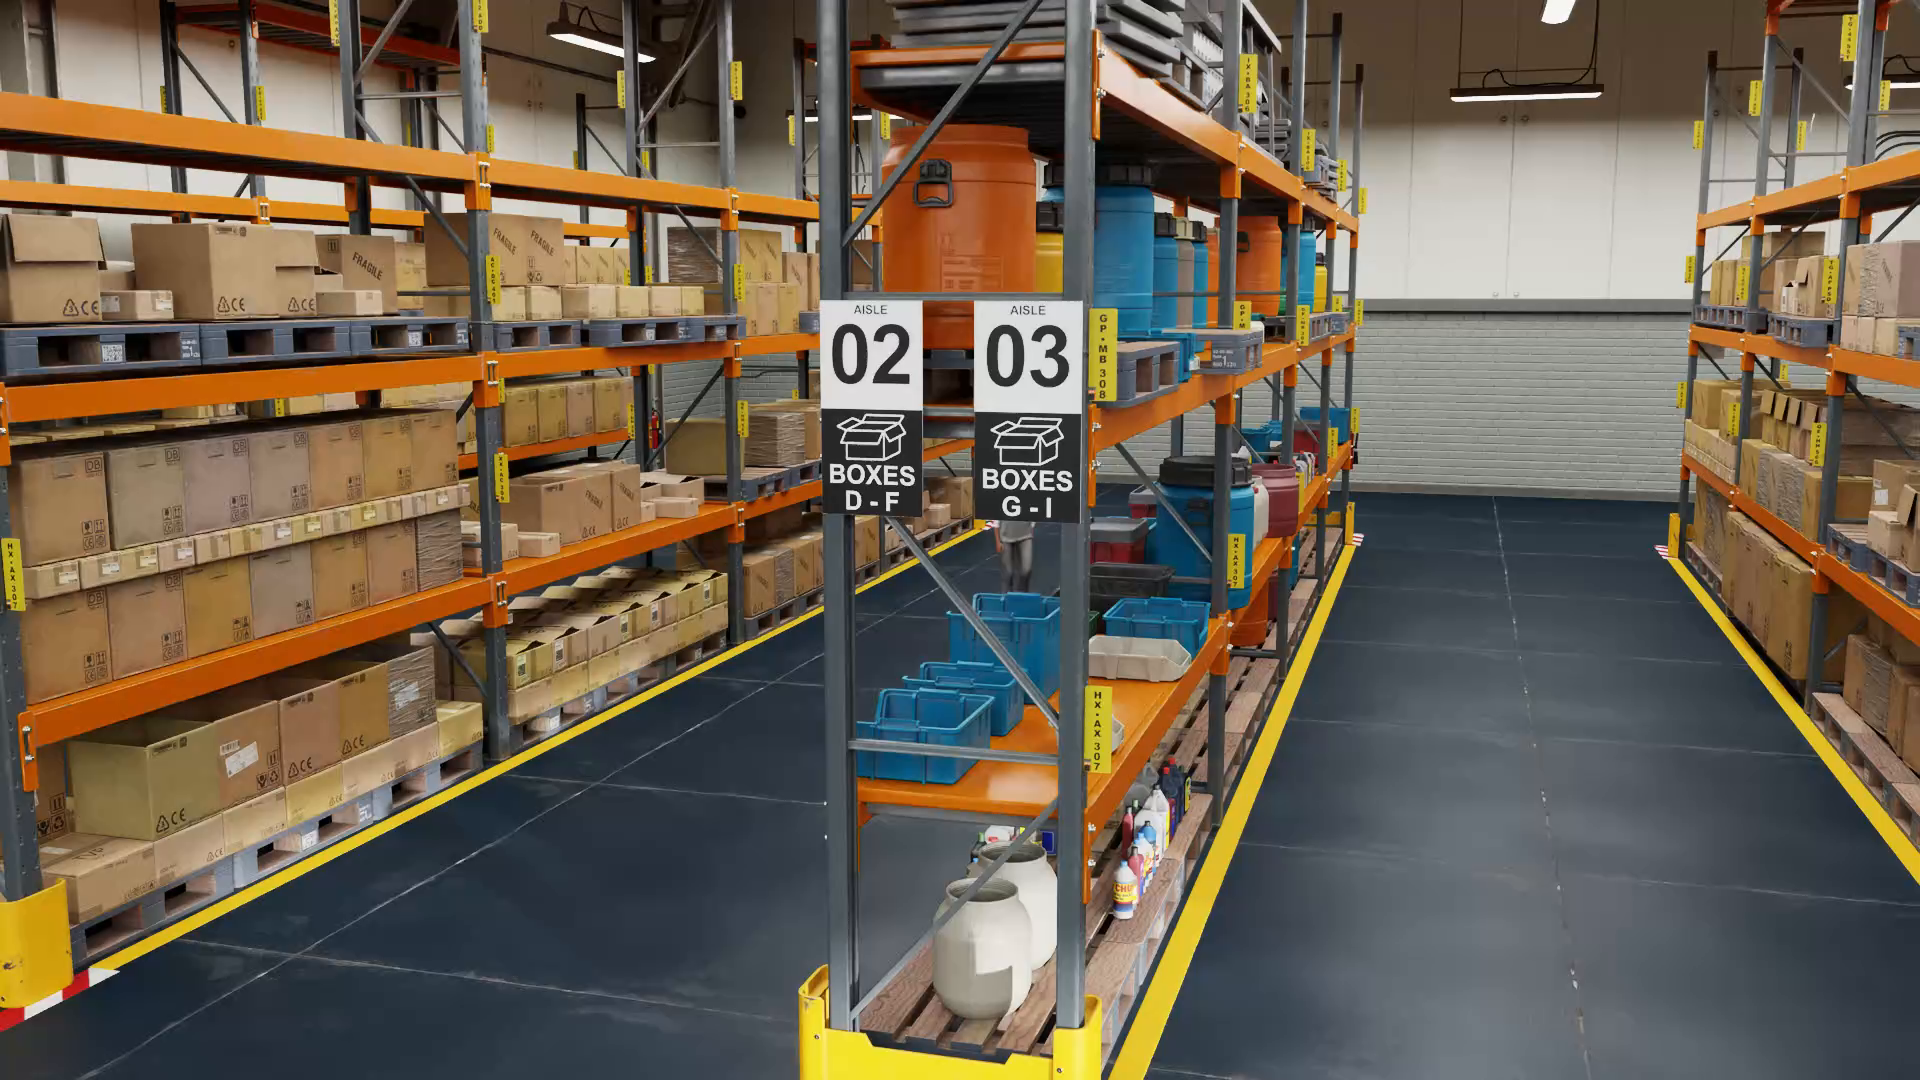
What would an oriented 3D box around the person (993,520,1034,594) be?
[{"bbox_3d":[0.522,0.020,16.314,0.424,1.628,0.492,0,9,-3],"label":"person"}]
